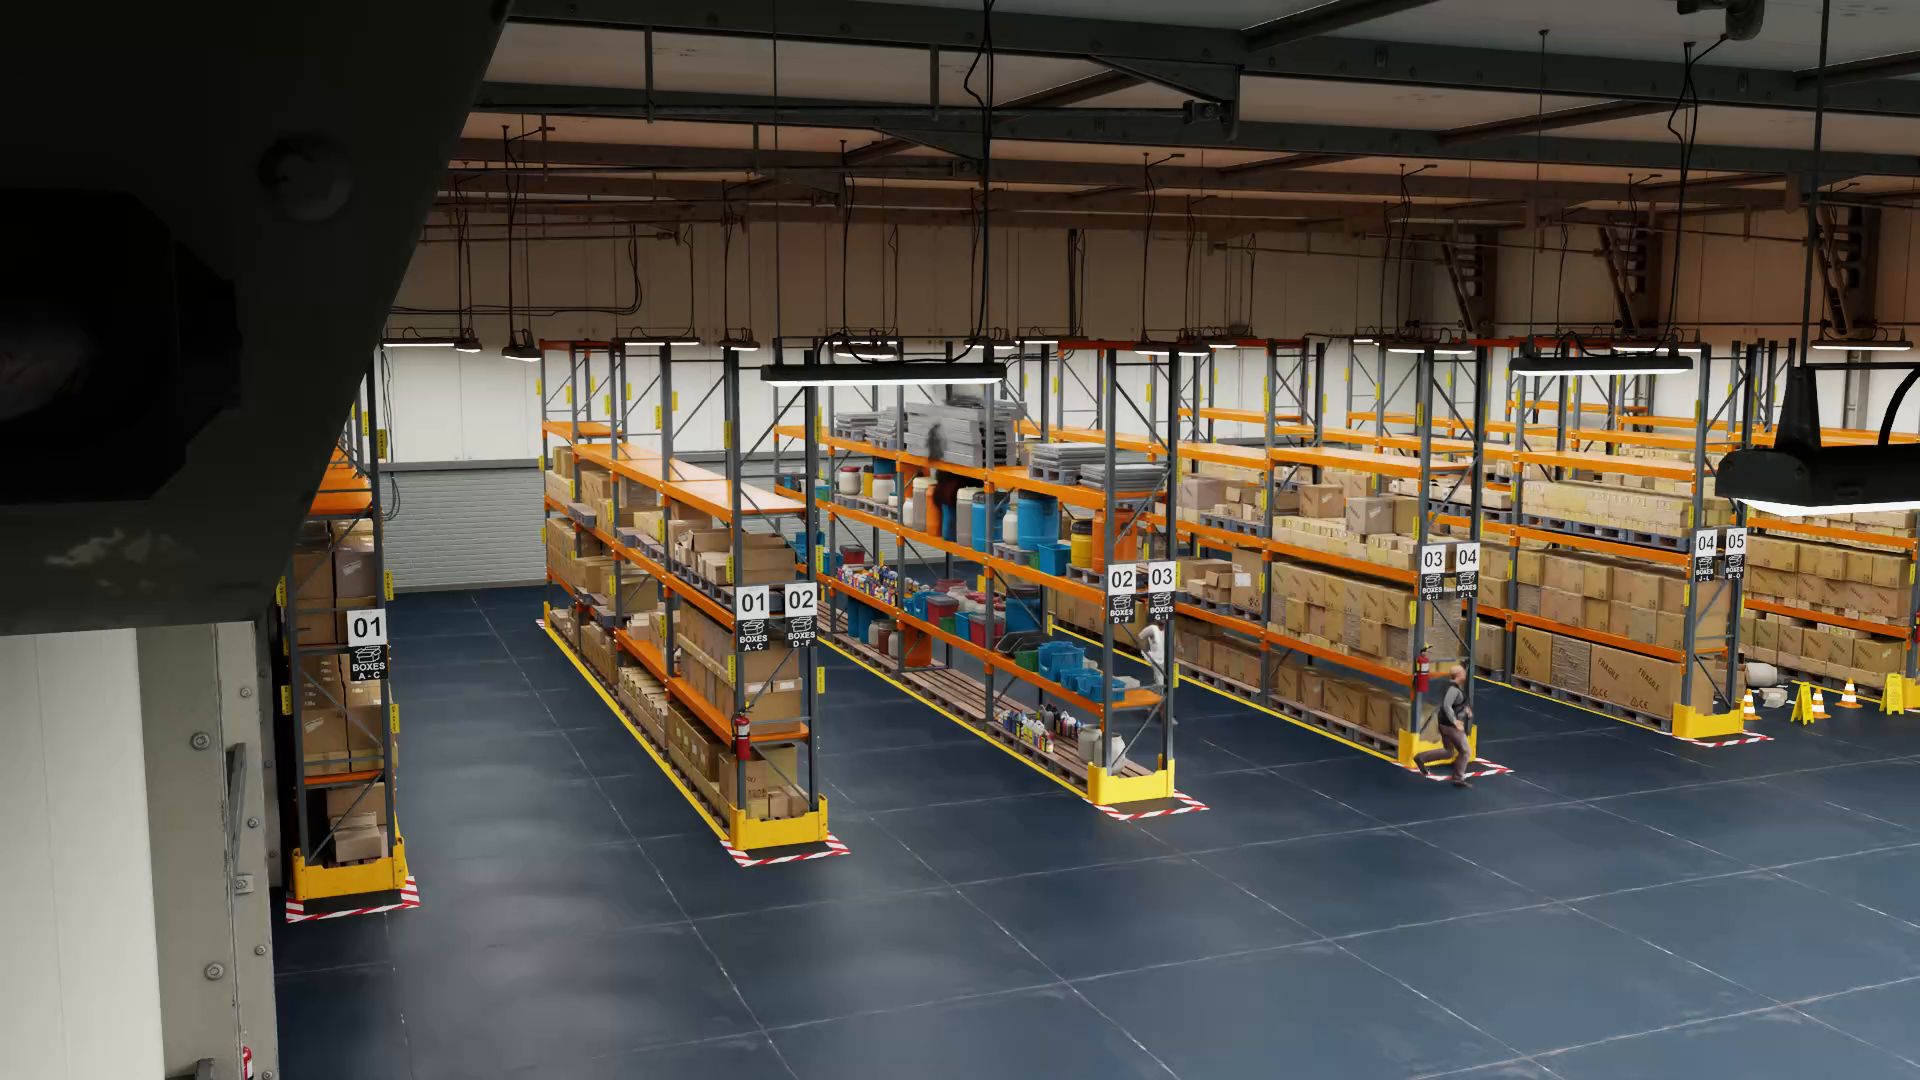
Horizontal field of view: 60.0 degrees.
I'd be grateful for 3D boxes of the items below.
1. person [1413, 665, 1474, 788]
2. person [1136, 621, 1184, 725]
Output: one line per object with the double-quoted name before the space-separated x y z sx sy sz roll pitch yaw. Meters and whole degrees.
"person" 6.658 2.548 22.787 0.824 1.700 0.643 1 7 7
"person" 3.217 1.982 26.596 0.680 1.794 0.990 -5 9 -32
